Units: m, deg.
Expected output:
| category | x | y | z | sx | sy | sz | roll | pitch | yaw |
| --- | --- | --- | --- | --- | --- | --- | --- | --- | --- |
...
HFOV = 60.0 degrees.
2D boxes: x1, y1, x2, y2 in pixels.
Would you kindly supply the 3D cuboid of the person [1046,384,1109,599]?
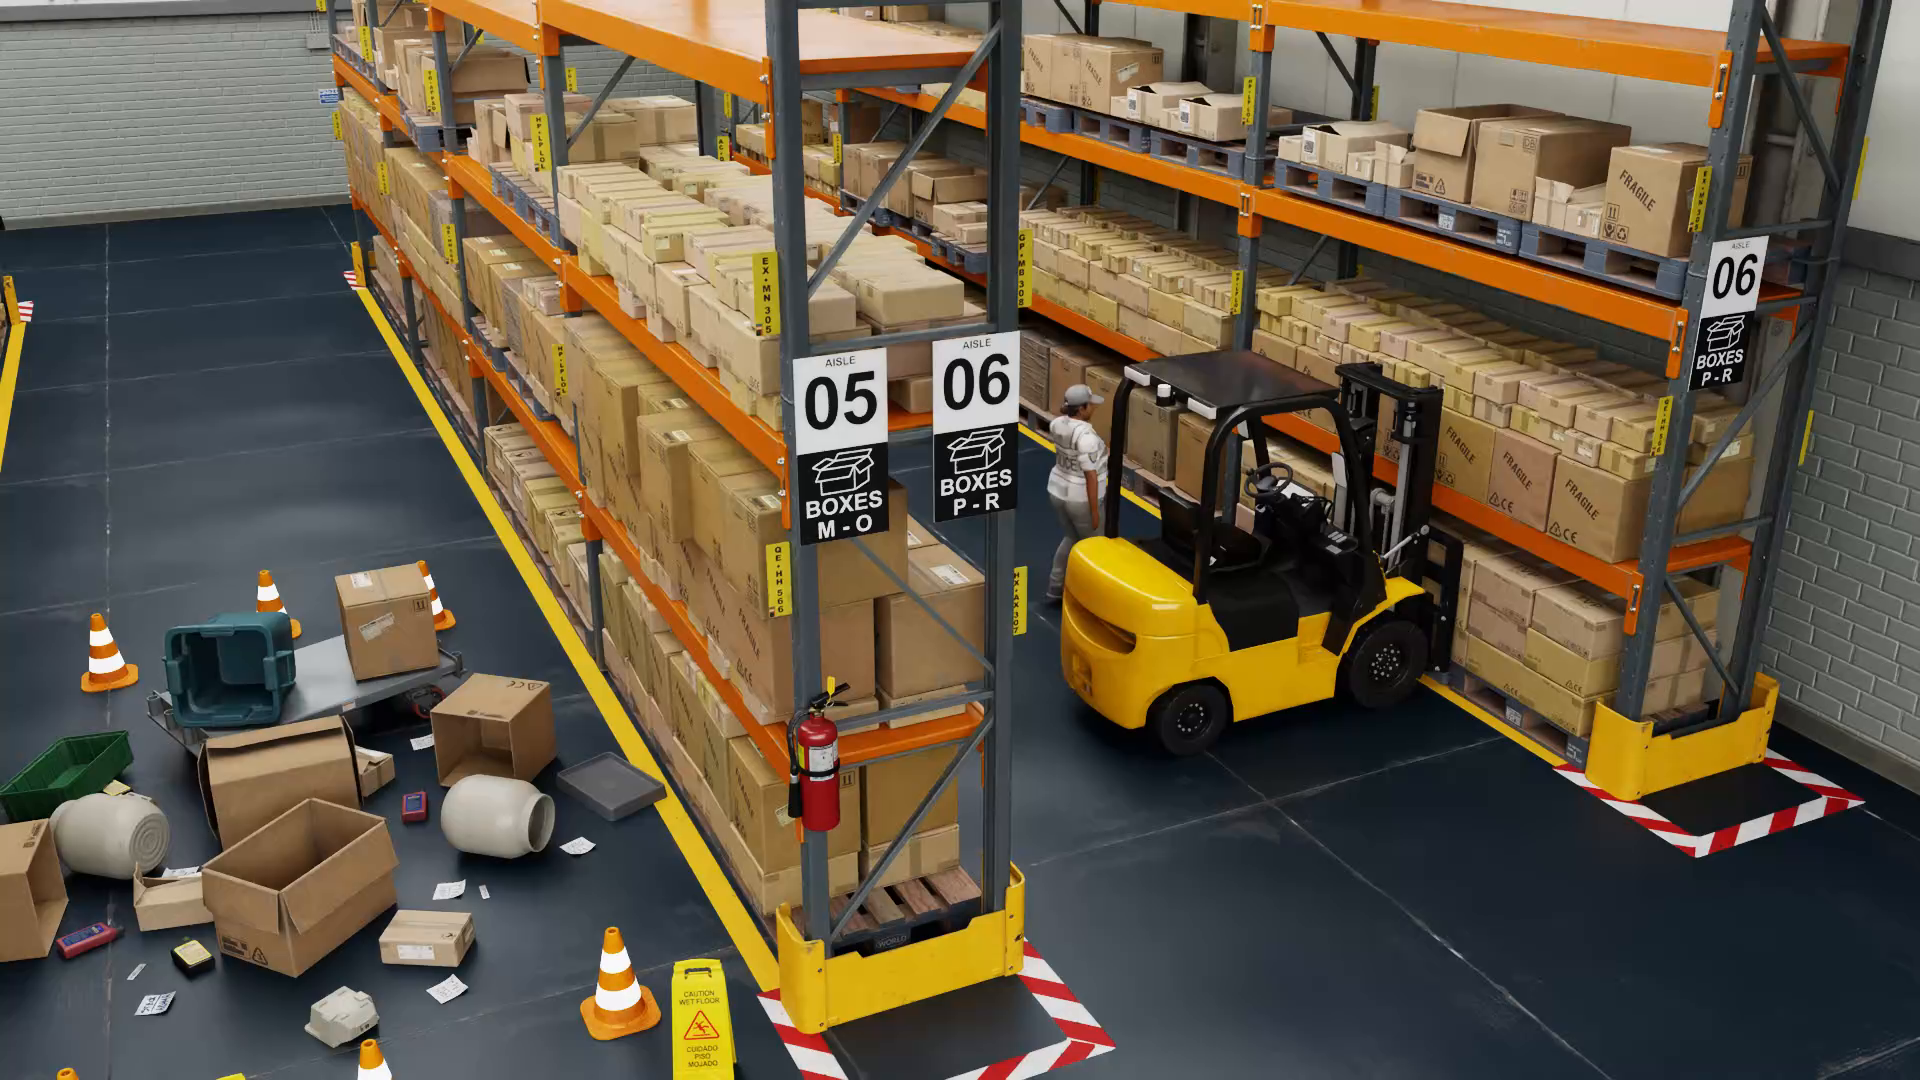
| category | x | y | z | sx | sy | sz | roll | pitch | yaw |
| --- | --- | --- | --- | --- | --- | --- | --- | --- | --- |
| person | 0.873 | -0.298 | 11.682 | 0.468 | 1.671 | 0.523 | -12 | 25 | -28 |
